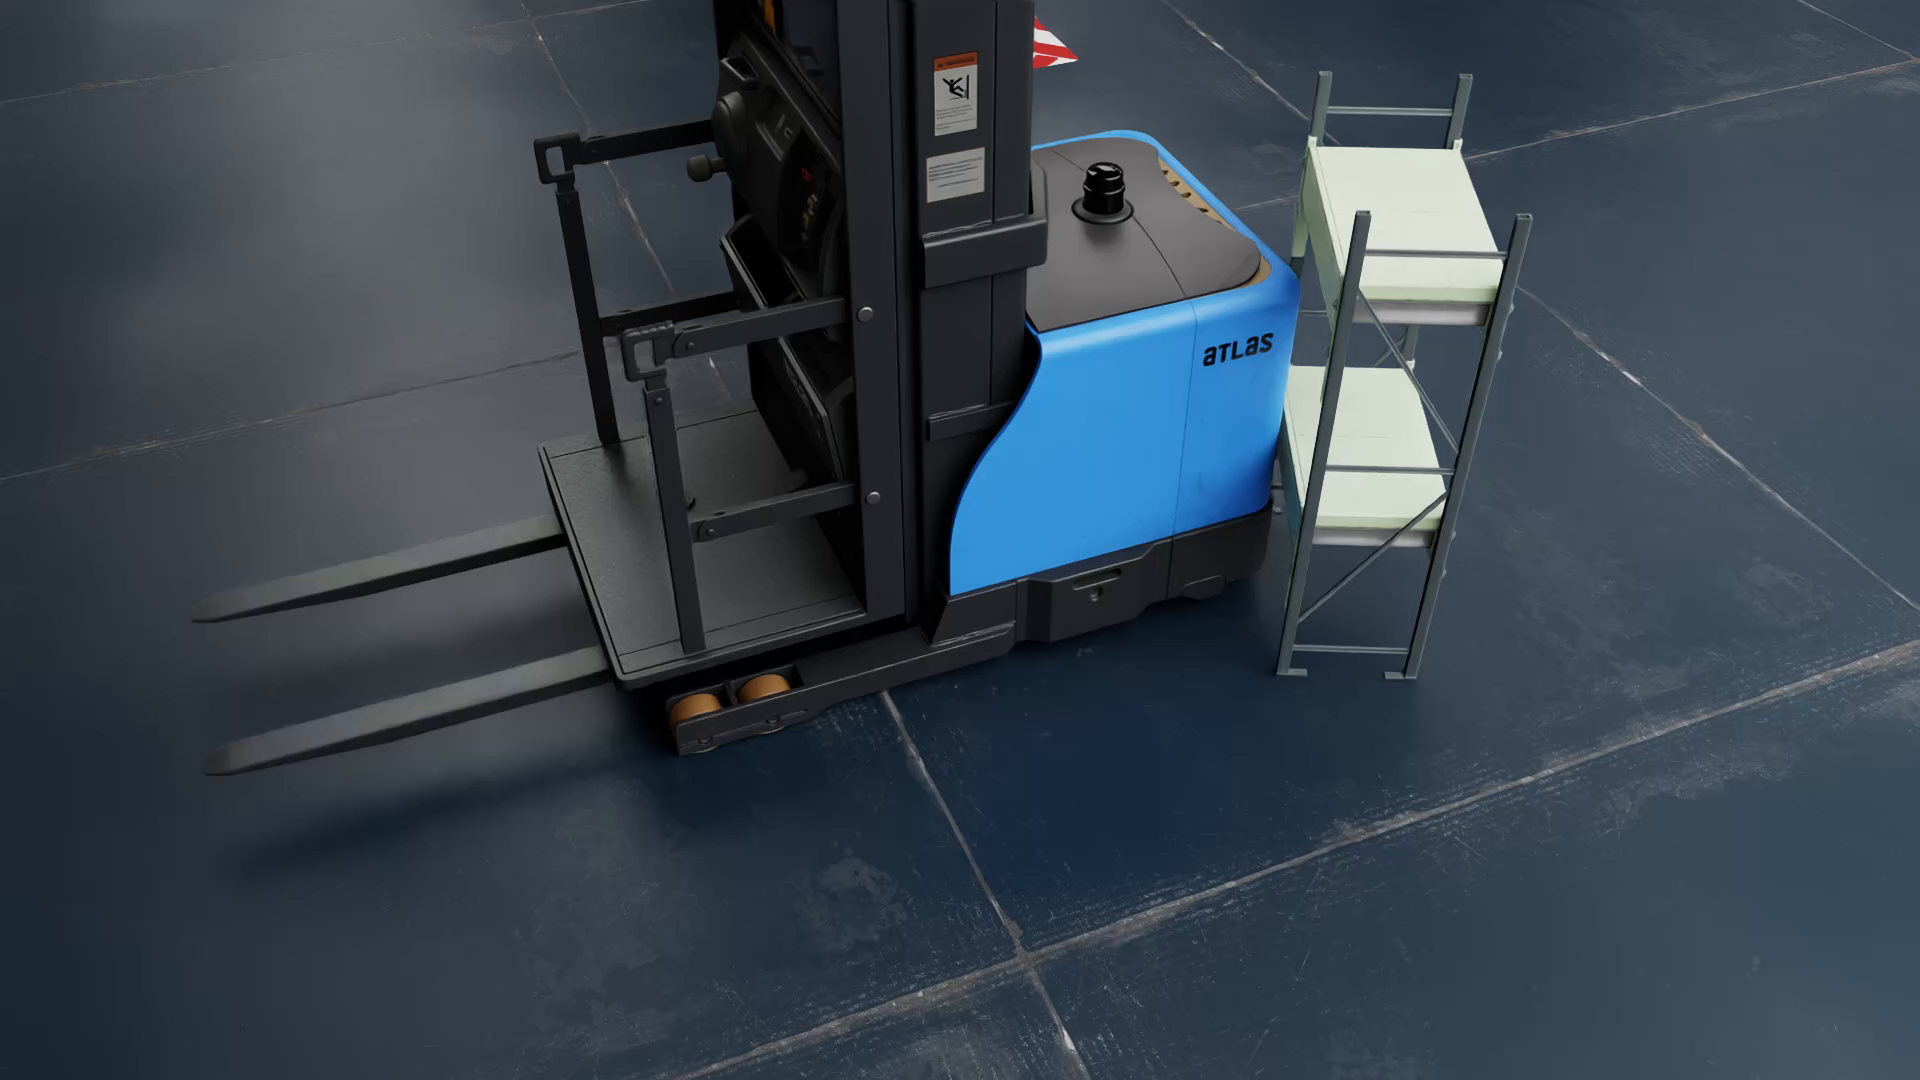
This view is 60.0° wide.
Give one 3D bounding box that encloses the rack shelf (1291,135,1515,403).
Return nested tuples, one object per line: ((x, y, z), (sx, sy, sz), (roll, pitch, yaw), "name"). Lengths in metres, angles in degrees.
((1.129, -0.713, 4.331), (0.431, 0.370, 0.720), (2, 41, 2), "rack shelf")

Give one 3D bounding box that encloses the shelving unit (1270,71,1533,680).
((1.129, -0.418, 4.585), (0.431, 1.500, 0.755), (2, 41, 2), "shelving unit")

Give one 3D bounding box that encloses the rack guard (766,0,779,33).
((-0.354, -2.758, 8.074), (1.175, 0.500, 0.348), (-15, 43, -17), "rack guard")

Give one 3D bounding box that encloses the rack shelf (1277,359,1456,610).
((1.129, -0.170, 4.798), (0.431, 0.370, 0.720), (2, 41, 2), "rack shelf")

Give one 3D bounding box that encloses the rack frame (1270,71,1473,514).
((1.146, -0.656, 4.862), (0.400, 1.500, 0.023), (2, 41, 2), "rack frame")

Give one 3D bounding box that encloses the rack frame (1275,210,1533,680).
((1.112, -0.179, 4.308), (0.400, 1.500, 0.023), (2, 41, 2), "rack frame")

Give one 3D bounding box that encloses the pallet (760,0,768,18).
((-0.694, -3.113, 8.708), (1.003, 0.211, 1.213), (-15, 43, -17), "pallet")

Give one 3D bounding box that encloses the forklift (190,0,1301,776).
((-0.639, -0.918, 4.070), (3.031, 2.935, 1.130), (-15, 43, -16), "forklift")
